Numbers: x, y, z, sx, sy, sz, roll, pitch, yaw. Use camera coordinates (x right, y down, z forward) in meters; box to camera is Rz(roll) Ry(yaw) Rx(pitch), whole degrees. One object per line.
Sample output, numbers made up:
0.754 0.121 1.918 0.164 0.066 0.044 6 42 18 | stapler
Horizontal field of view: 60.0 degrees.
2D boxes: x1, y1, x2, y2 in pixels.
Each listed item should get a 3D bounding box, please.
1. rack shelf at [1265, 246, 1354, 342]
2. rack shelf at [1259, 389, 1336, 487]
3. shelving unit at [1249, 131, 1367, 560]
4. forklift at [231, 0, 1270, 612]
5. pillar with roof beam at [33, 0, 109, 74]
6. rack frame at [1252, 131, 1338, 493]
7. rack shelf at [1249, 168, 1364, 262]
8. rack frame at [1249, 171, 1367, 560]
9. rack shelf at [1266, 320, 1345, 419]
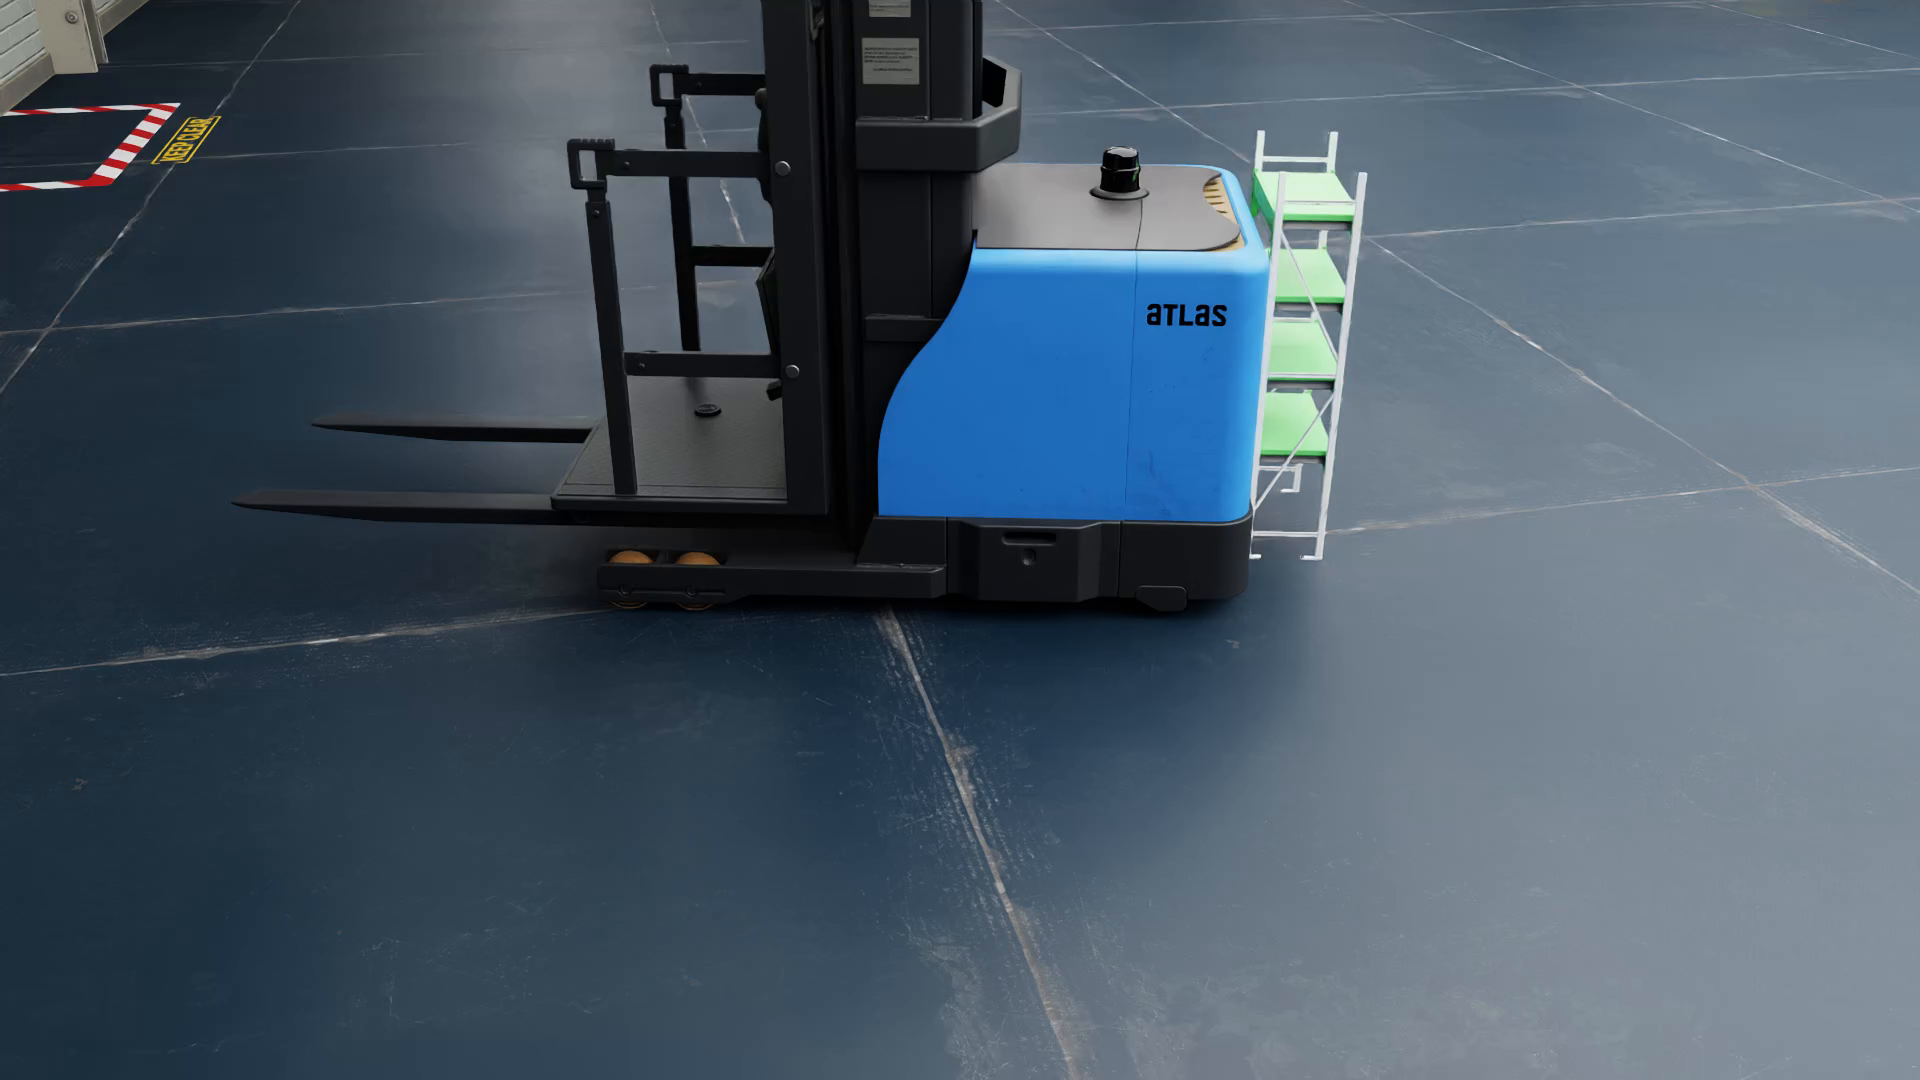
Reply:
1.009 -0.746 5.004 0.258 0.148 0.480 1 27 2 | rack shelf
1.006 -0.318 5.220 0.258 0.148 0.480 1 27 2 | rack shelf
1.008 -0.589 5.083 0.258 1.200 0.503 1 27 2 | shelving unit
-0.658 -1.339 4.651 3.031 2.935 1.130 1 27 2 | forklift
-2.156 -7.859 10.833 9.100 9.000 0.400 -6 27 -12 | pillar with roof beam
1.018 -0.699 5.301 0.240 1.200 0.015 1 27 2 | rack frame
1.011 -0.960 4.896 0.258 0.148 0.480 1 27 2 | rack shelf
0.999 -0.479 4.866 0.240 1.200 0.015 1 27 2 | rack frame
1.008 -0.532 5.112 0.258 0.148 0.480 1 27 2 | rack shelf
